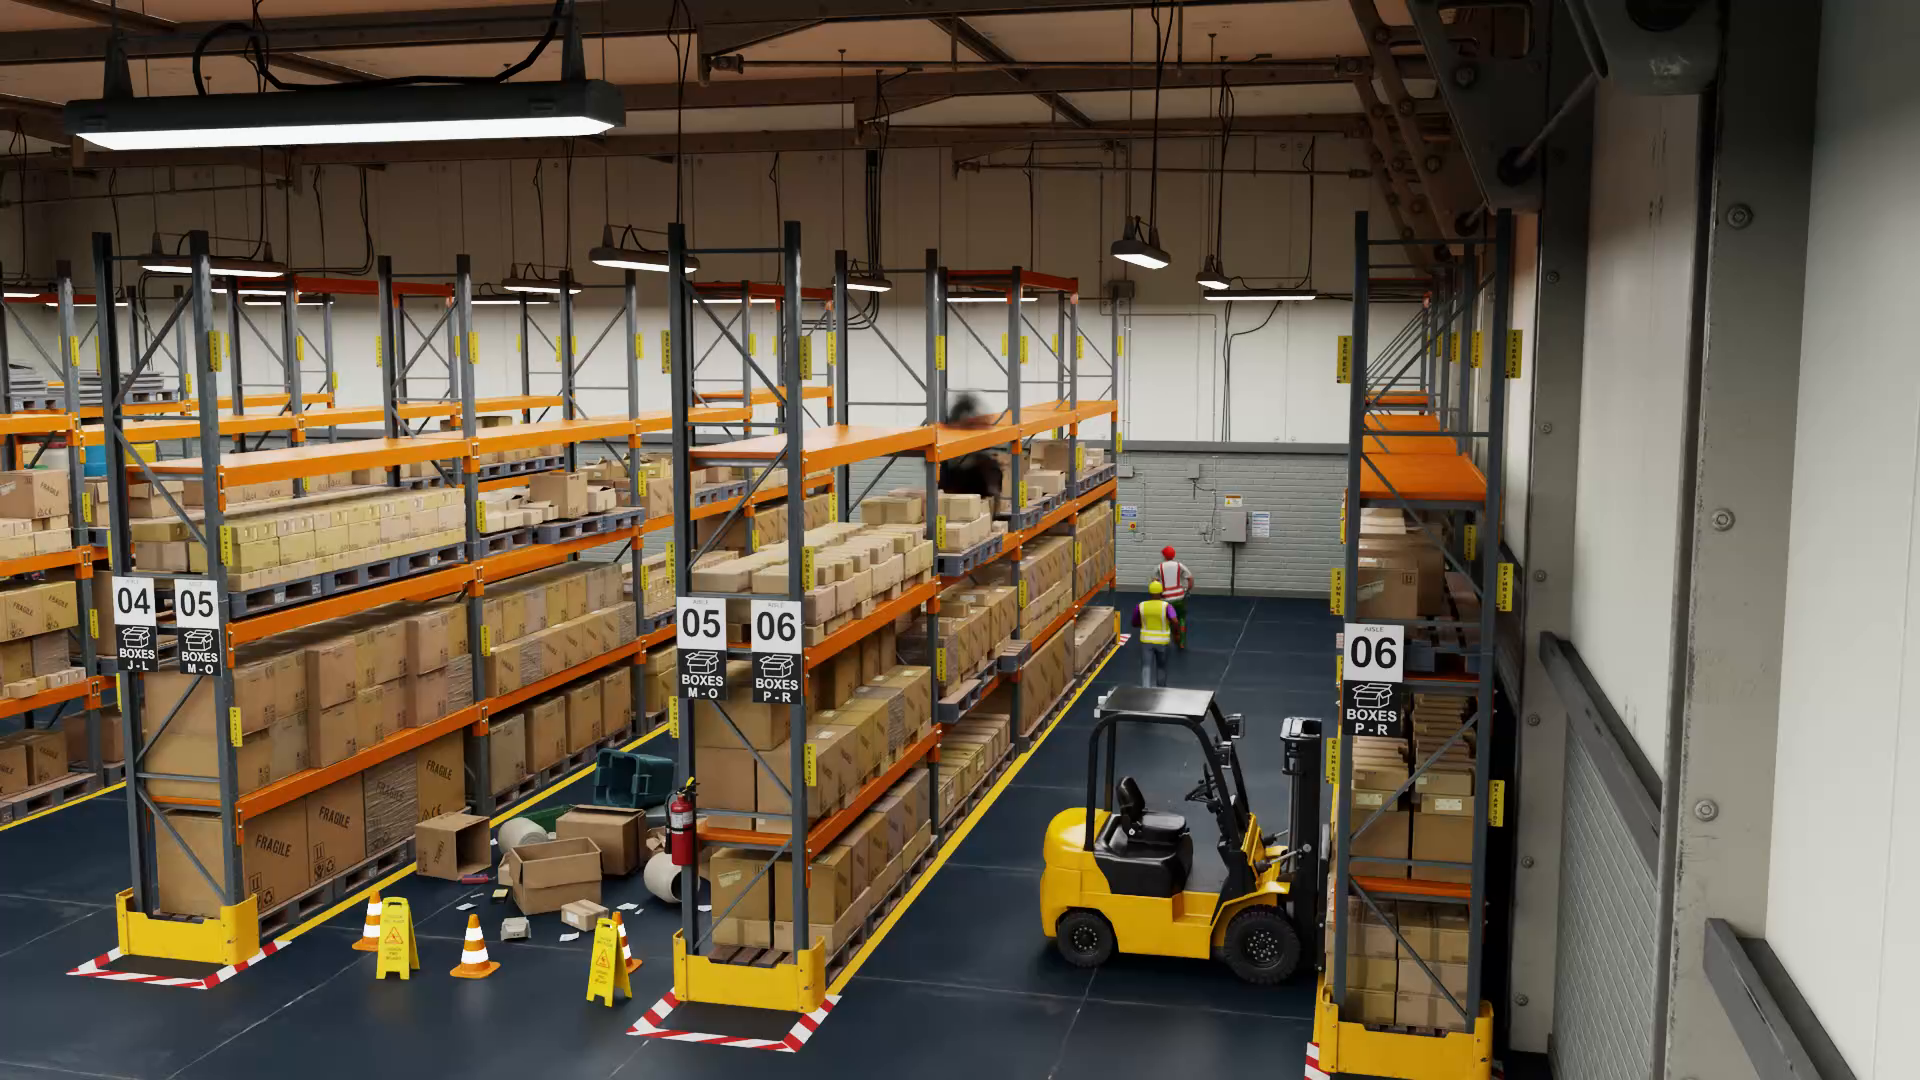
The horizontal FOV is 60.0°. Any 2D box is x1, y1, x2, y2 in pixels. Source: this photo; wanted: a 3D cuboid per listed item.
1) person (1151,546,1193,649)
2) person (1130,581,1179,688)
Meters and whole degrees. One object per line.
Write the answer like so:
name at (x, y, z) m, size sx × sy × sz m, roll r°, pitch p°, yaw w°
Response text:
person at (3.510, 0.961, 27.621) m, size 0.712 × 1.735 × 0.561 m, roll 0°, pitch 7°, yaw 3°
person at (2.721, 1.437, 23.196) m, size 0.699 × 1.756 × 0.988 m, roll 1°, pitch 7°, yaw 12°
